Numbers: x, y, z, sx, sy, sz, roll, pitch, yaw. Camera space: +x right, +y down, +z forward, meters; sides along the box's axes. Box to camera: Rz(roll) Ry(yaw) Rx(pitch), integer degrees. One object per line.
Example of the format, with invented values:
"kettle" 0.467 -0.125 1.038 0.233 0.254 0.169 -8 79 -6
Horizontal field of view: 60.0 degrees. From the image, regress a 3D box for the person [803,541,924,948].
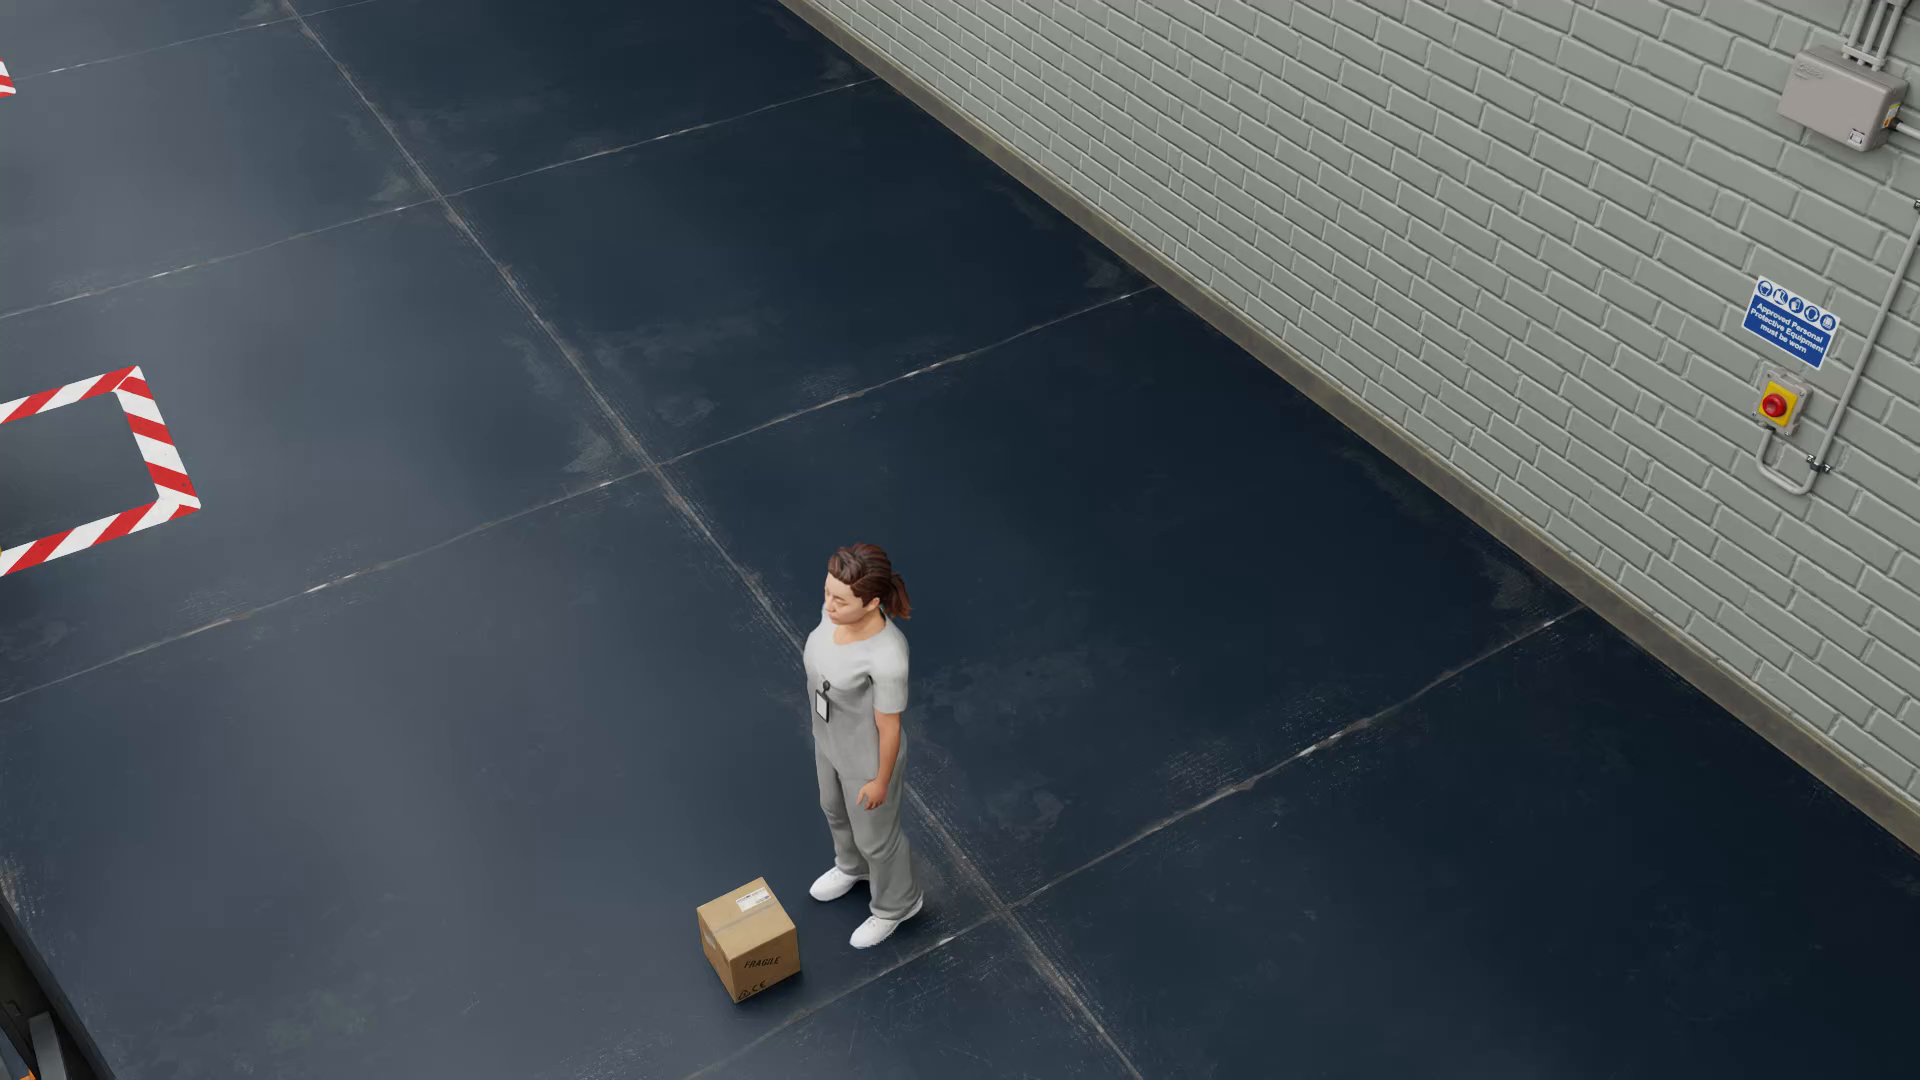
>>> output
"person" -0.312 0.674 5.404 0.364 1.689 0.438 -22 45 -23
